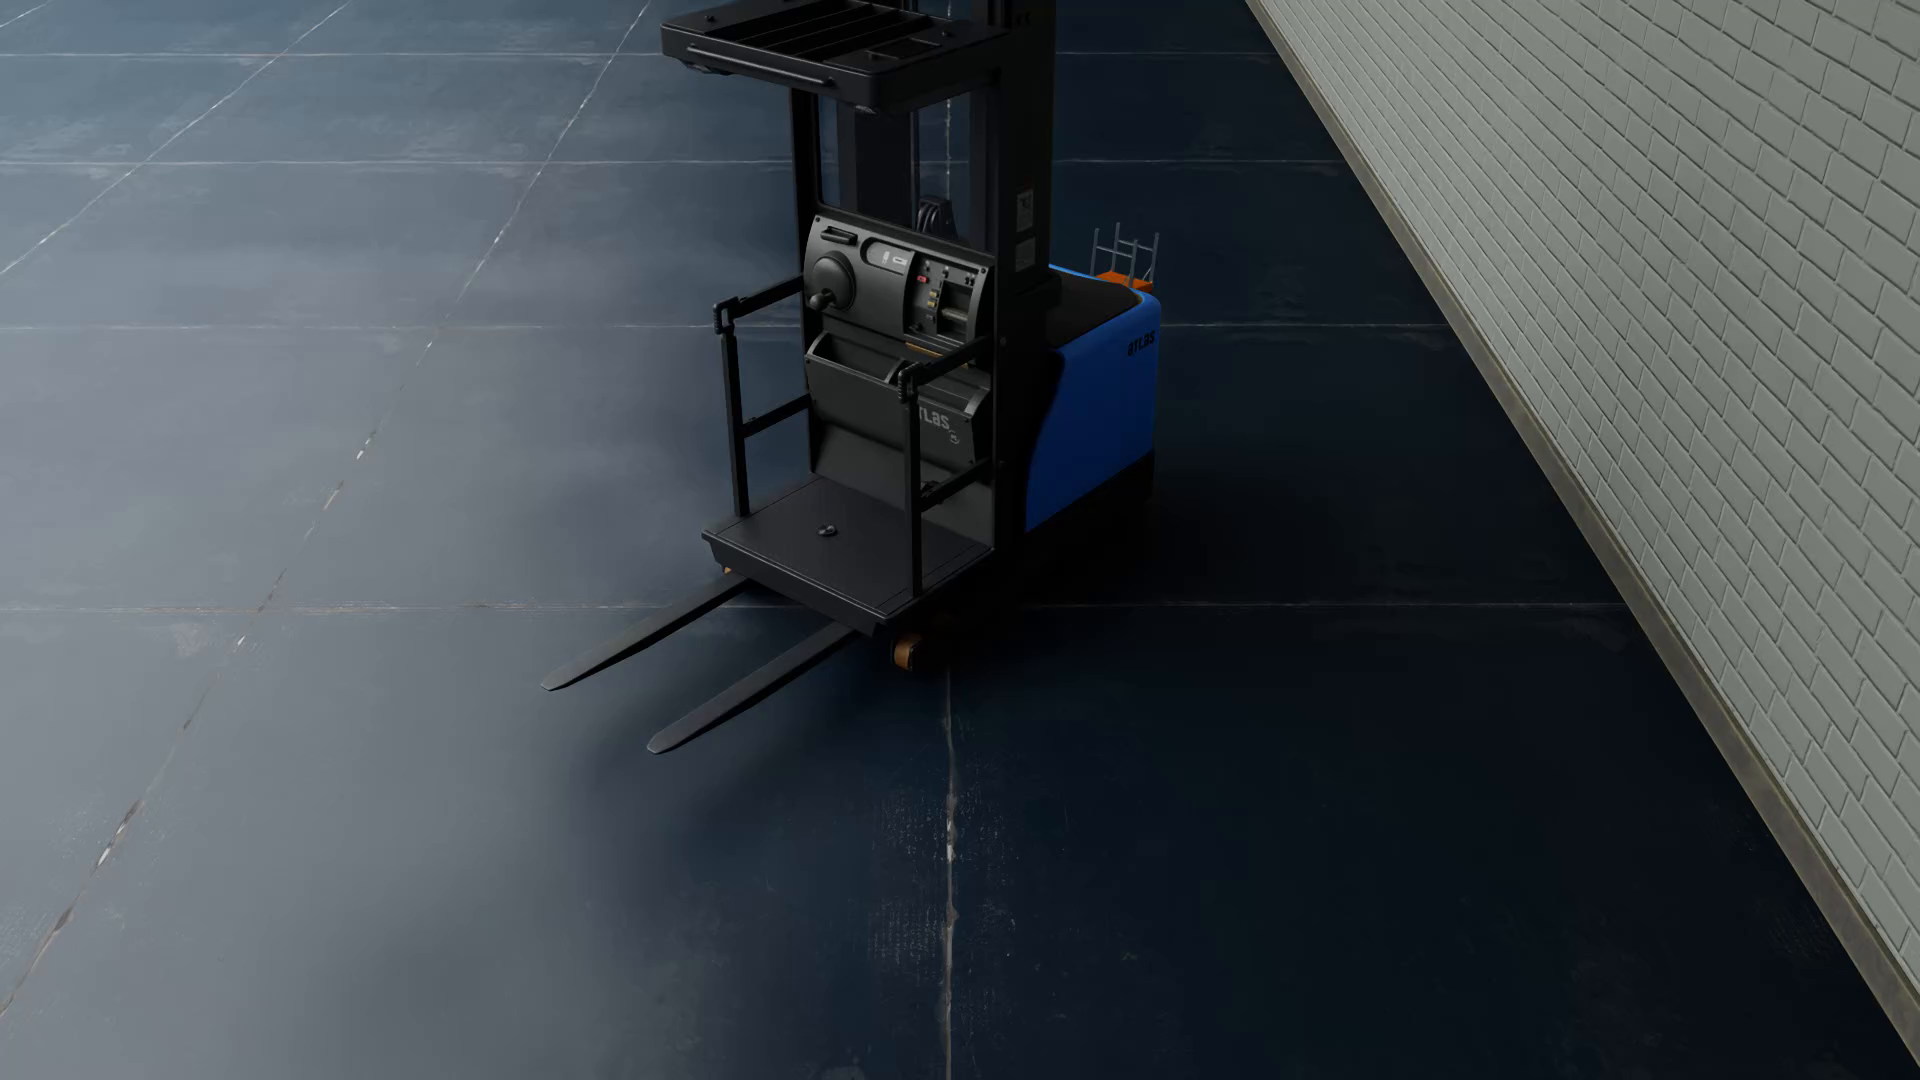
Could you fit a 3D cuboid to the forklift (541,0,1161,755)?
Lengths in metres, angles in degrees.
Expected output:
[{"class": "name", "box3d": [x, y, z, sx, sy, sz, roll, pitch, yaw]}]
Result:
[{"class": "forklift", "box3d": [-0.399, -1.001, 6.575, 1.130, 2.935, 3.031, 23, 38, 33]}]

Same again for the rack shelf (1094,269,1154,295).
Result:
[{"class": "rack shelf", "box3d": [0.766, -1.199, 7.952, 0.258, 0.103, 0.180, 23, 31, 32]}]

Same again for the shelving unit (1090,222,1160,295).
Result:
[{"class": "shelving unit", "box3d": [0.741, -0.915, 8.088, 0.258, 1.200, 0.189, 23, 31, 32]}]

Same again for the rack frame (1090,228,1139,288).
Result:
[{"class": "rack frame", "box3d": [0.685, -0.889, 8.021, 0.240, 1.200, 0.006, 23, 31, 32]}]

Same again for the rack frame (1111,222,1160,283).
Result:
[{"class": "rack frame", "box3d": [0.798, -0.942, 8.154, 0.240, 1.200, 0.006, 23, 31, 32]}]
